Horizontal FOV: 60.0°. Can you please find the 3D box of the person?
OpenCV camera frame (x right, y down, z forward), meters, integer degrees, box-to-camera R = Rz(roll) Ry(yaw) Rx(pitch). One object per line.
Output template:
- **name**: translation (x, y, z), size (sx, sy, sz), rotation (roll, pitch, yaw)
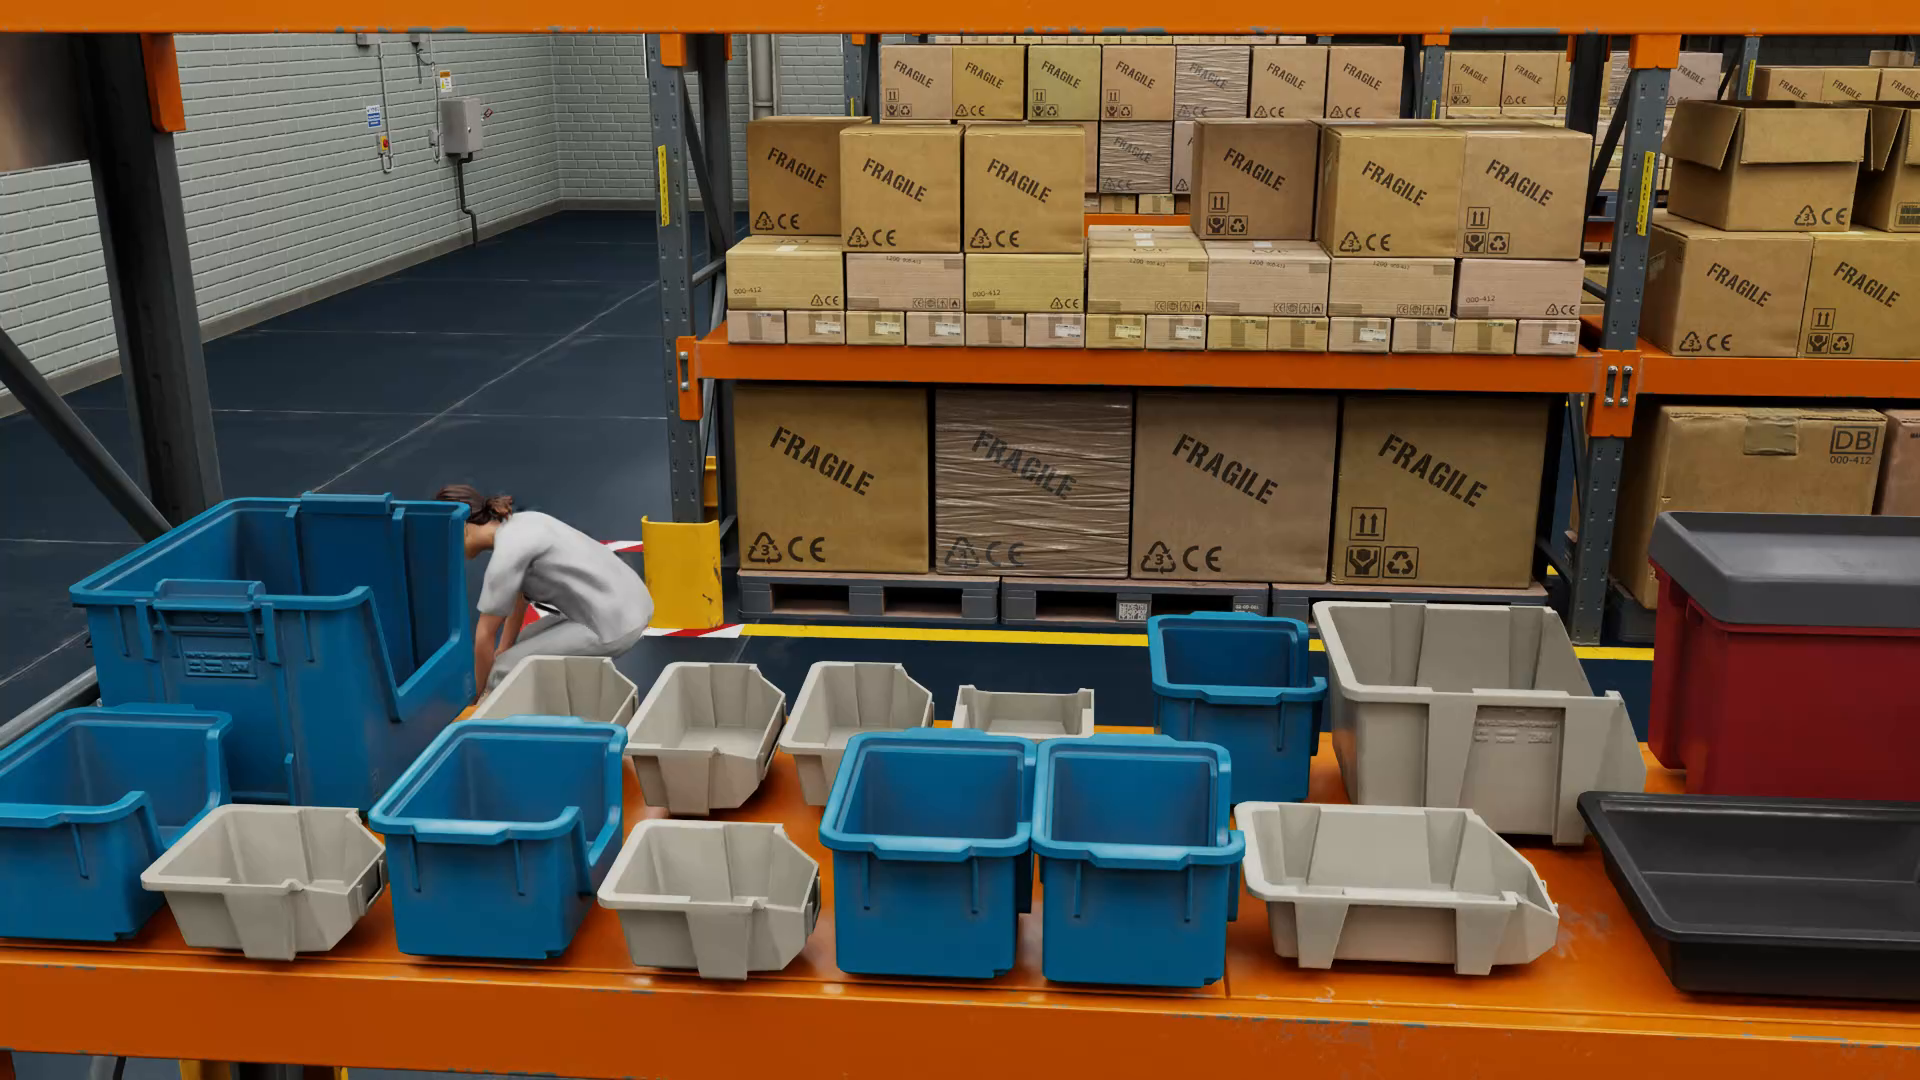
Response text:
- **person**: translation (-1.486, 0.332, 5.959), size (0.757, 1.102, 0.489), rotation (1, 18, 4)
